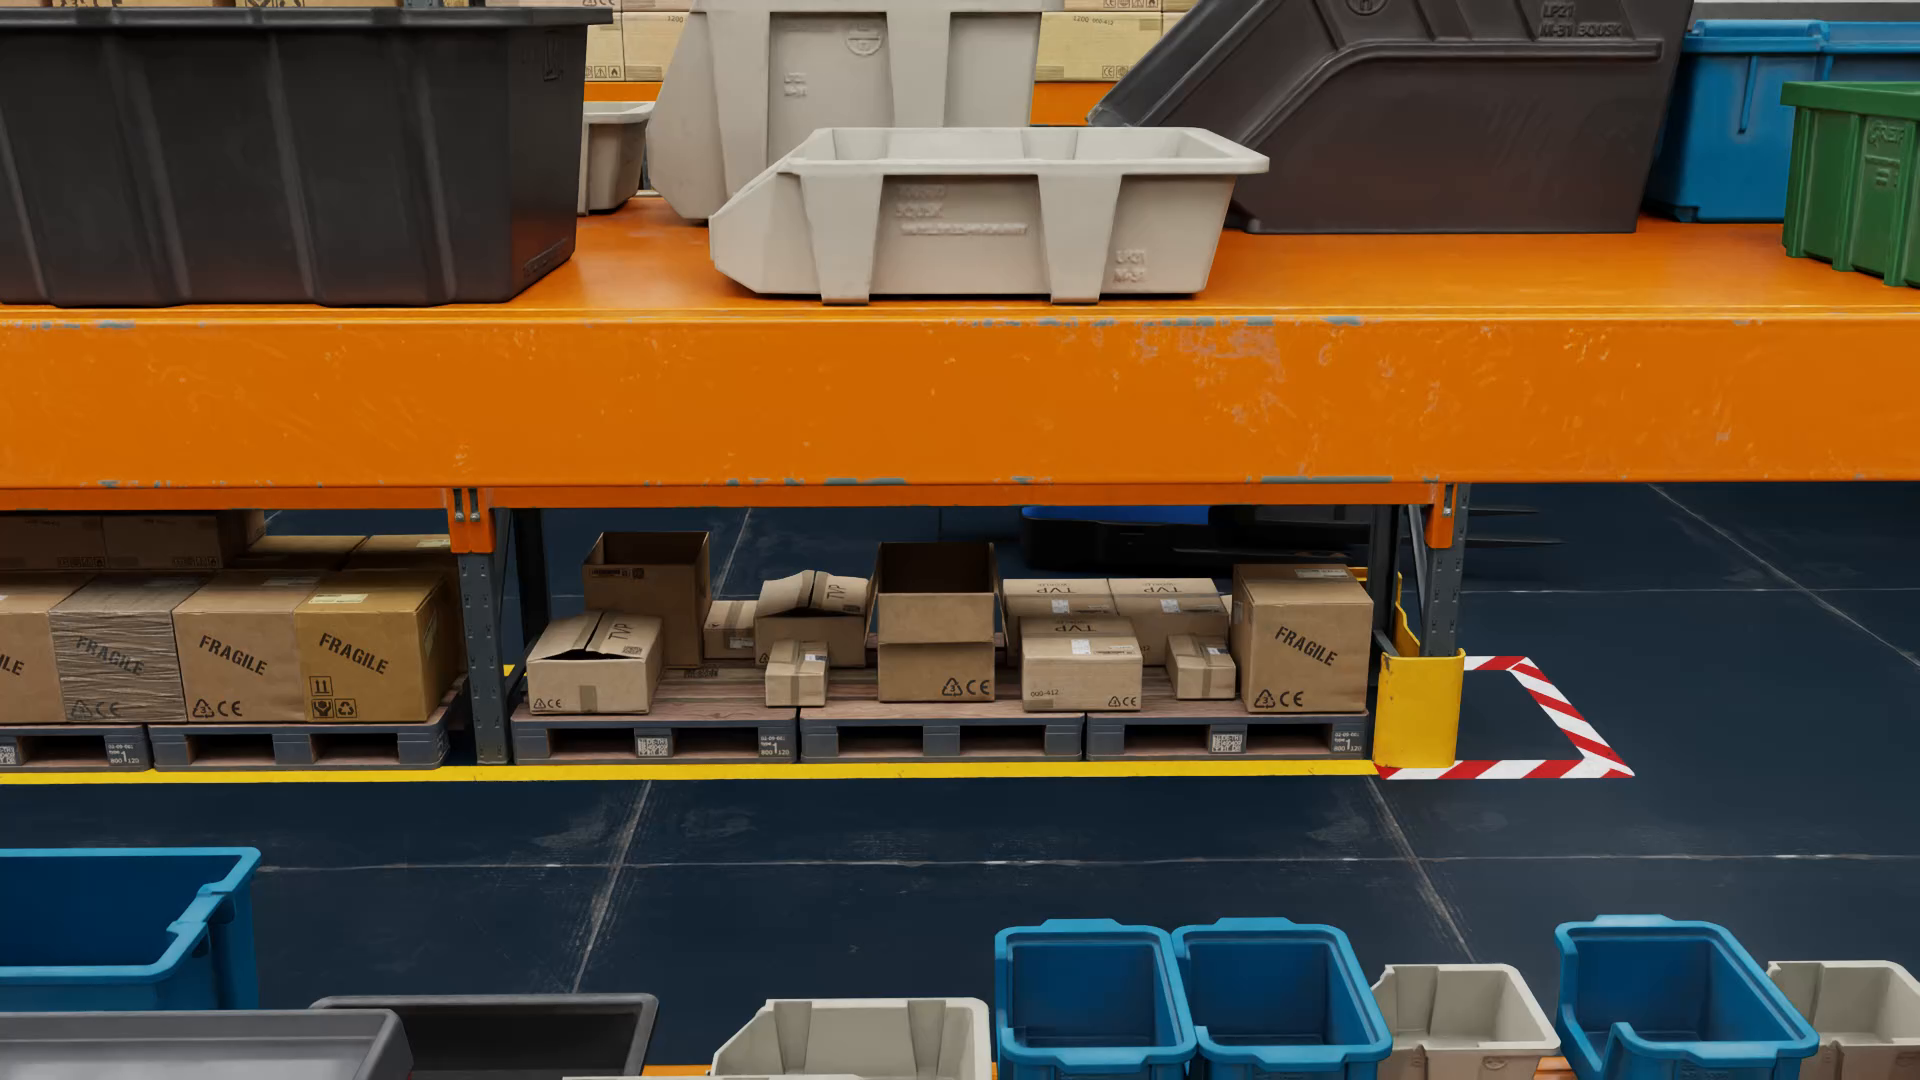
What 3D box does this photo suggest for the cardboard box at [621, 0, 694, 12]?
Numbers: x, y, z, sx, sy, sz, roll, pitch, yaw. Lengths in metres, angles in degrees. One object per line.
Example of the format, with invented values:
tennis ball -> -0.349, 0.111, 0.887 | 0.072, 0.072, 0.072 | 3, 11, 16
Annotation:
cardboard box -> -1.004, -2.146, 6.344 | 0.500, 0.250, 0.500 | 0, 18, -1

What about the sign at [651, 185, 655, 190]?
sign -> -2.058, -2.483, 11.110 | 0.005, 0.325, 0.100 | 0, 18, -1

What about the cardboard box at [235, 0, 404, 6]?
cardboard box -> -2.499, -2.365, 6.585 | 0.600, 0.600, 0.600 | -2, 18, -6

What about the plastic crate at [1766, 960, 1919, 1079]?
plastic crate -> 1.506, 0.846, 2.834 | 0.298, 0.136, 0.250 | 0, 18, -1

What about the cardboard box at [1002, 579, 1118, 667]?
cardboard box -> 0.457, 0.379, 7.735 | 0.500, 0.250, 0.500 | 0, 18, -1

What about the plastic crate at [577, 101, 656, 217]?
plastic crate -> -0.654, -0.534, 2.323 | 0.466, 0.136, 0.293 | 0, 18, -1

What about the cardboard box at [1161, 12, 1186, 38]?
cardboard box -> 0.996, -1.916, 6.444 | 0.500, 0.250, 0.500 | 0, 18, -1

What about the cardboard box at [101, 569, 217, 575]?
cardboard box -> -3.515, 0.293, 7.596 | 0.500, 0.500, 0.500 | 0, 18, 0

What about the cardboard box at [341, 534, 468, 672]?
cardboard box -> -2.482, 0.287, 7.615 | 0.500, 0.500, 0.500 | -1, 18, -3

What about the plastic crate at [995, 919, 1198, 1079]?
plastic crate -> 0.211, 0.831, 2.721 | 0.300, 0.233, 0.416 | 0, 18, -1

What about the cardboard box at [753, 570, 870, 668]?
cardboard box -> -0.679, 0.356, 7.709 | 0.500, 0.311, 0.500 | 0, 18, -1

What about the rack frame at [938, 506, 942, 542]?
rack frame -> -0.120, -0.578, 9.886 | 0.015, 1.200, 0.240 | 0, 18, 2

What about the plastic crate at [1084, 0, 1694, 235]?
plastic crate -> 0.548, -0.604, 2.209 | 0.767, 0.338, 0.504 | 0, 18, -1

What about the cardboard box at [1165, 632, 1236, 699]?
cardboard box -> 1.059, 0.551, 7.338 | 0.250, 0.166, 0.380 | 0, 18, -1

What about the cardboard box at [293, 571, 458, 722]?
cardboard box -> -2.483, 0.449, 7.110 | 0.500, 0.500, 0.500 | 0, 18, -1

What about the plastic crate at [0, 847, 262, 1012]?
plastic crate -> -1.458, 0.764, 2.684 | 0.575, 0.384, 0.392 | 0, 18, -1

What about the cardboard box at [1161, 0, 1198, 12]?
cardboard box -> 0.996, -2.153, 6.366 | 0.500, 0.250, 0.500 | 0, 18, -1

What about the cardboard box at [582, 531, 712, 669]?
cardboard box -> -1.429, 0.270, 7.669 | 0.500, 0.500, 0.500 | 0, 18, -1

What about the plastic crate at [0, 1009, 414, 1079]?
plastic crate -> -1.023, 0.904, 2.115 | 0.583, 0.464, 0.402 | 0, 18, -1

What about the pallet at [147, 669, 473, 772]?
pallet -> -2.807, 0.722, 7.453 | 1.213, 0.211, 1.003 | 0, 18, -1

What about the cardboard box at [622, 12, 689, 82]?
cardboard box -> -1.004, -1.907, 6.415 | 0.500, 0.250, 0.500 | 0, 18, -1

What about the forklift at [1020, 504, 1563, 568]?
forklift -> 1.899, -1.325, 9.381 | 3.031, 2.935, 1.130 | 2, 18, 7

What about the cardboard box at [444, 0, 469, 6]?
cardboard box -> -3.513, -3.827, 11.272 | 0.500, 0.500, 0.700 | -1, 18, -2

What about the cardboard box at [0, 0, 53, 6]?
cardboard box -> -3.833, -2.358, 6.562 | 0.600, 0.600, 0.600 | -1, 18, -3

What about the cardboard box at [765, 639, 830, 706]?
cardboard box -> -0.706, 0.575, 7.264 | 0.250, 0.166, 0.380 | 0, 18, -1

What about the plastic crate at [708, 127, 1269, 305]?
plastic crate -> 0.018, -0.345, 1.734 | 0.530, 0.136, 0.437 | 0, 18, -1

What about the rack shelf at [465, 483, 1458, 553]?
rack shelf -> 0.005, -0.289, 7.215 | 4.000, 0.370, 1.077 | 0, 18, -1

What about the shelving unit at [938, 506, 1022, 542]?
shelving unit -> 0.124, -0.576, 9.879 | 0.503, 1.200, 0.258 | 0, 18, 2

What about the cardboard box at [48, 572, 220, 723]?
cardboard box -> -3.479, 0.451, 7.103 | 0.500, 0.500, 0.500 | 0, 18, 0

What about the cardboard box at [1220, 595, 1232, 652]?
cardboard box -> 1.331, 0.397, 7.818 | 0.250, 0.166, 0.380 | 0, 18, -1

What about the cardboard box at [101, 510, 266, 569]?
cardboard box -> -3.482, -0.065, 7.485 | 0.500, 0.250, 0.500 | 0, 18, -1

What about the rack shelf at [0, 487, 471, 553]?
rack shelf -> -3.994, -0.270, 7.155 | 4.000, 0.370, 1.077 | 0, 18, -1

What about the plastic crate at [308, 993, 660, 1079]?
plastic crate -> -0.805, 0.906, 2.665 | 0.590, 0.125, 0.437 | 0, 18, -1

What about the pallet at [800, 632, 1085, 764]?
pallet -> -0.085, 0.696, 7.532 | 1.213, 0.211, 1.003 | 0, 18, -1

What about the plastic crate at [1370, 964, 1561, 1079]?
plastic crate -> 0.827, 0.849, 2.824 | 0.298, 0.136, 0.250 | 0, 18, -1

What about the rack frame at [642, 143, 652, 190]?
rack frame -> -2.076, -2.135, 11.792 | 0.127, 3.000, 1.000 | 0, 18, -1

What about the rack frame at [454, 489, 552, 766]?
rack frame -> -1.994, -0.622, 7.075 | 0.127, 3.000, 1.000 | 0, 18, -1
